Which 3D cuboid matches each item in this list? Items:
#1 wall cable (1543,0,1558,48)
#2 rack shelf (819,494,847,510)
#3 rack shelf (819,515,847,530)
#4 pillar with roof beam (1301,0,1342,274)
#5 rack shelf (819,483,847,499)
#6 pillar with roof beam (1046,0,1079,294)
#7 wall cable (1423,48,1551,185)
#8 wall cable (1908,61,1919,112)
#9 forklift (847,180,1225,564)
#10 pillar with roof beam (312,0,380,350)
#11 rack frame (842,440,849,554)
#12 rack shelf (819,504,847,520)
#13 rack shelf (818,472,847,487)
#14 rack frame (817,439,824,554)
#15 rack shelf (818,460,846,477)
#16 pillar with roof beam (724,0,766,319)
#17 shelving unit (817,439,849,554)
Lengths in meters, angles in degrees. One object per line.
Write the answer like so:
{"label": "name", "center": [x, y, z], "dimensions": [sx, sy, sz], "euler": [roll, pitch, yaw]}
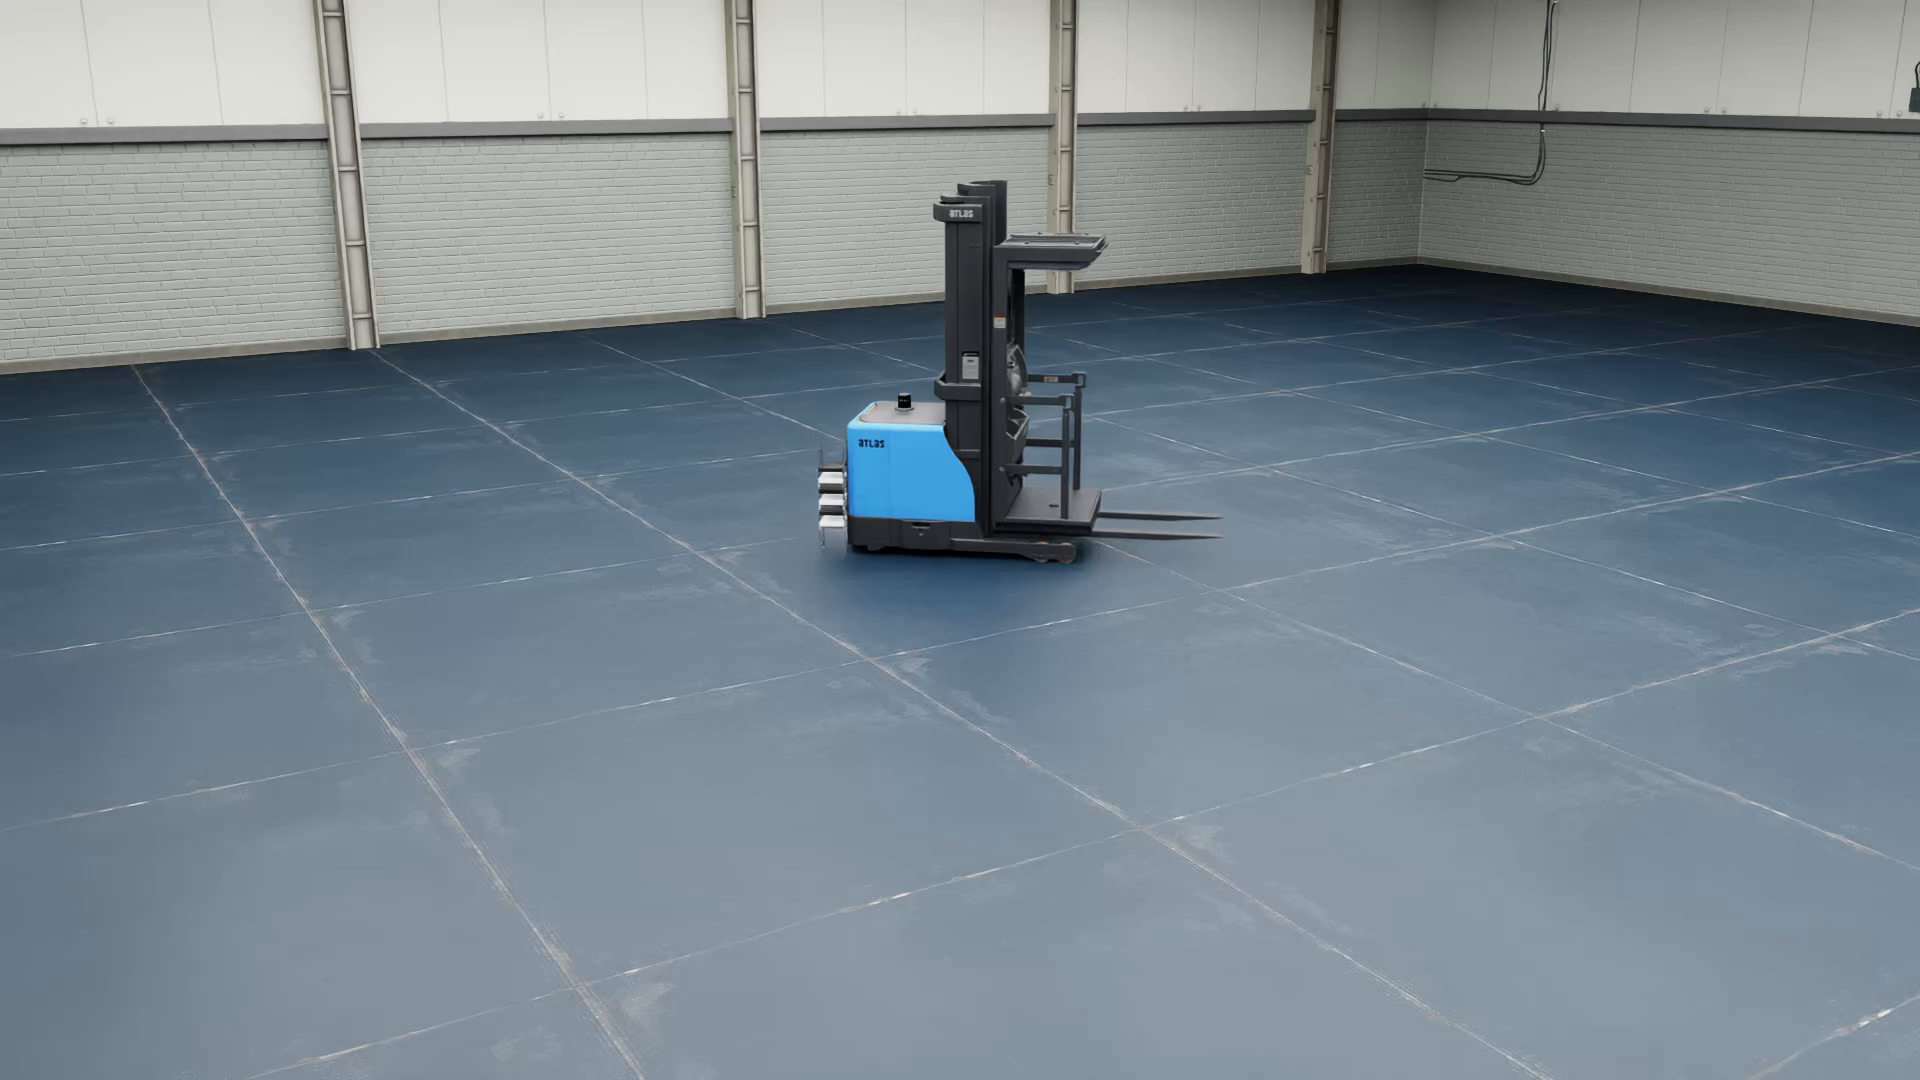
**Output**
{"label": "wall cable", "center": [11.527, -9.995, 29.291], "dimensions": [0.112, 2.526, 3.097], "euler": [-9, 18, -30]}
{"label": "rack shelf", "center": [-1.028, -0.316, 13.493], "dimensions": [0.200, 0.077, 0.258], "euler": [1, 16, 3]}
{"label": "rack shelf", "center": [-1.028, -0.143, 13.542], "dimensions": [0.200, 0.077, 0.258], "euler": [1, 16, 3]}
{"label": "pillar with roof beam", "center": [9.145, -8.585, 27.864], "dimensions": [0.400, 9.000, 9.100], "euler": [-9, 18, -30]}
{"label": "rack shelf", "center": [-1.028, -0.403, 13.469], "dimensions": [0.200, 0.077, 0.258], "euler": [1, 16, 3]}
{"label": "pillar with roof beam", "center": [4.002, -7.751, 24.889], "dimensions": [0.400, 9.000, 9.100], "euler": [-9, 18, -30]}
{"label": "wall cable", "center": [10.134, -8.190, 32.206], "dimensions": [0.112, 2.526, 3.097], "euler": [-9, 18, -30]}
{"label": "wall cable", "center": [15.010, -9.124, 23.484], "dimensions": [0.169, 6.003, 2.305], "euler": [-9, 18, -30]}
{"label": "forklift", "center": [0.647, -1.376, 13.389], "dimensions": [3.031, 2.935, 1.130], "euler": [3, 16, 9]}
{"label": "pillar with roof beam", "center": [-6.284, -6.083, 18.938], "dimensions": [0.400, 9.000, 9.100], "euler": [-9, 18, -30]}
{"label": "rack frame", "center": [-0.926, -0.346, 13.478], "dimensions": [0.006, 0.900, 0.240], "euler": [1, 16, 3]}
{"label": "rack shelf", "center": [-1.028, -0.229, 13.517], "dimensions": [0.200, 0.077, 0.258], "euler": [1, 16, 3]}
{"label": "rack shelf", "center": [-1.028, -0.489, 13.444], "dimensions": [0.200, 0.077, 0.258], "euler": [1, 16, 3]}
{"label": "rack frame", "center": [-1.129, -0.350, 13.490], "dimensions": [0.006, 0.900, 0.240], "euler": [1, 16, 3]}
{"label": "rack shelf", "center": [-1.028, -0.576, 13.420], "dimensions": [0.200, 0.077, 0.258], "euler": [1, 16, 3]}
{"label": "pillar with roof beam", "center": [-1.141, -6.917, 21.913], "dimensions": [0.400, 9.000, 9.100], "euler": [-9, 18, -30]}
{"label": "shelving unit", "center": [-1.028, -0.348, 13.484], "dimensions": [0.210, 0.900, 0.258], "euler": [1, 16, 3]}
